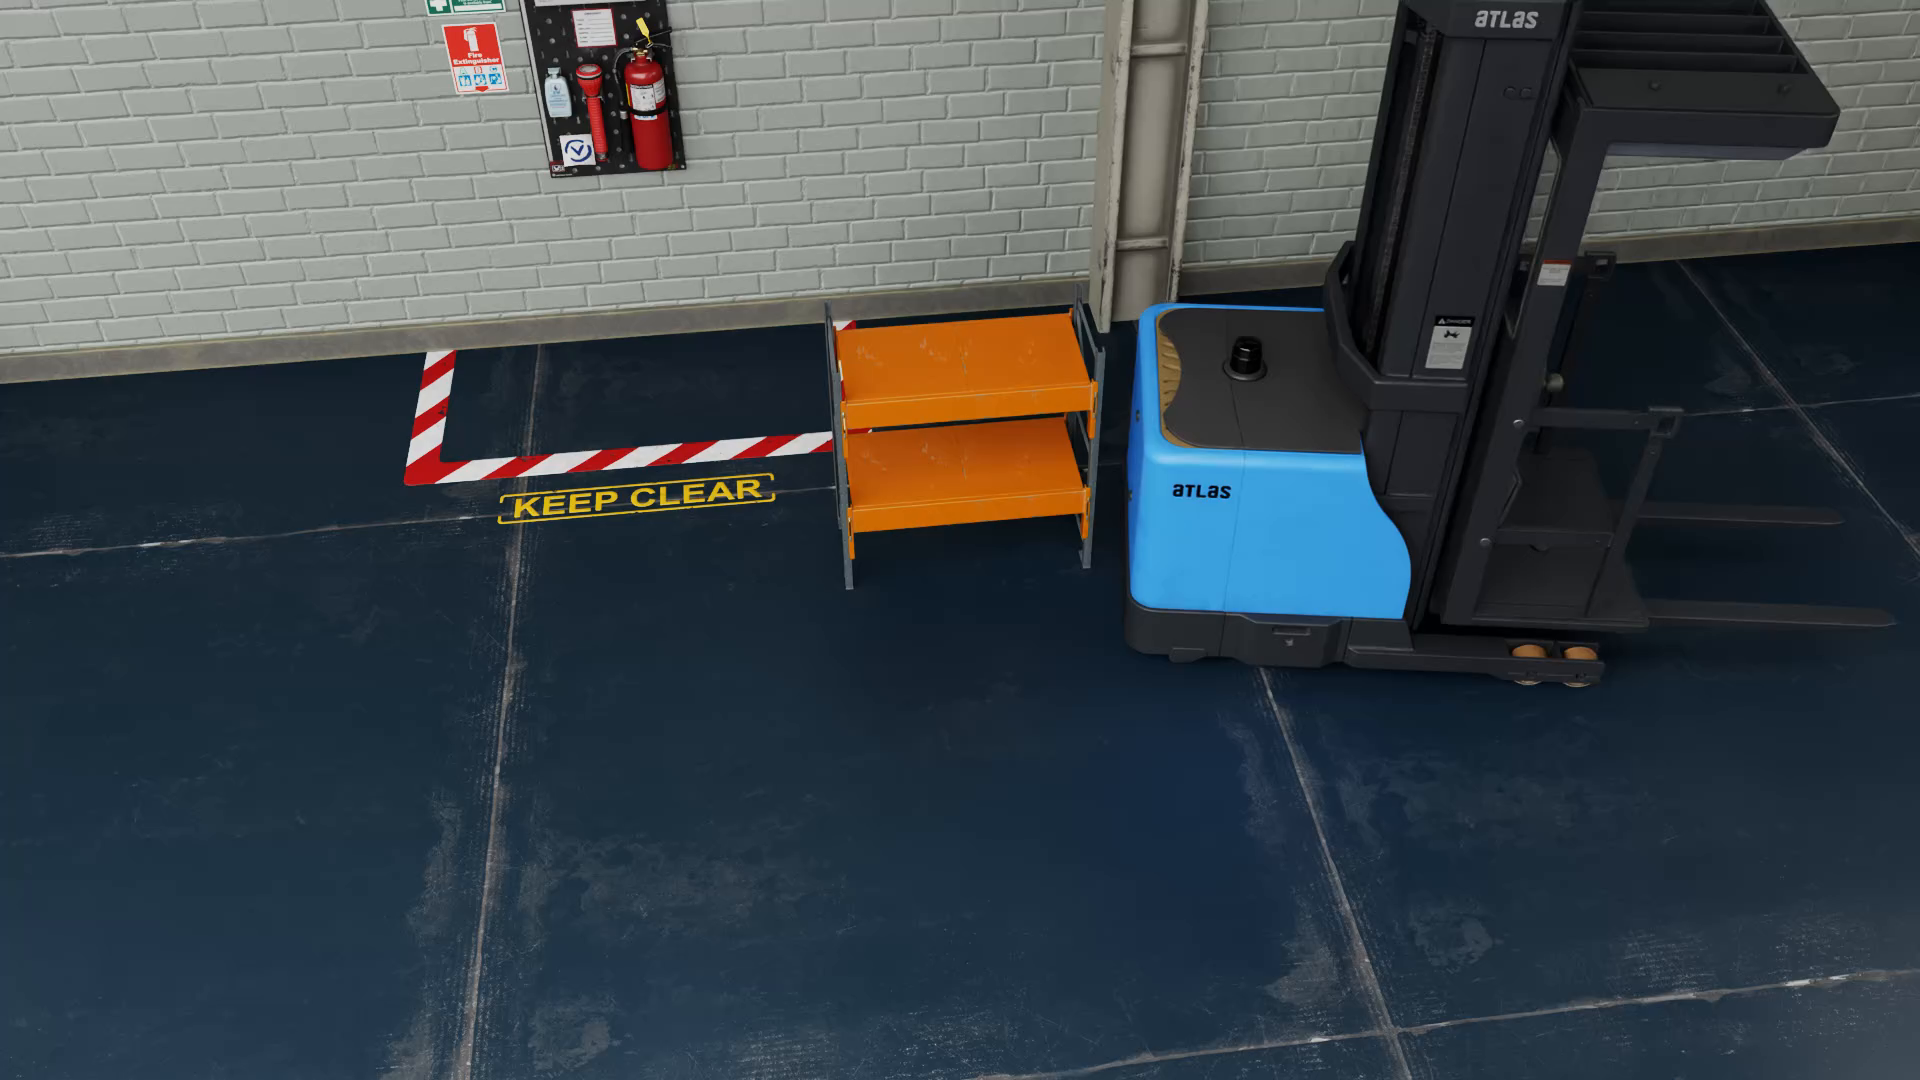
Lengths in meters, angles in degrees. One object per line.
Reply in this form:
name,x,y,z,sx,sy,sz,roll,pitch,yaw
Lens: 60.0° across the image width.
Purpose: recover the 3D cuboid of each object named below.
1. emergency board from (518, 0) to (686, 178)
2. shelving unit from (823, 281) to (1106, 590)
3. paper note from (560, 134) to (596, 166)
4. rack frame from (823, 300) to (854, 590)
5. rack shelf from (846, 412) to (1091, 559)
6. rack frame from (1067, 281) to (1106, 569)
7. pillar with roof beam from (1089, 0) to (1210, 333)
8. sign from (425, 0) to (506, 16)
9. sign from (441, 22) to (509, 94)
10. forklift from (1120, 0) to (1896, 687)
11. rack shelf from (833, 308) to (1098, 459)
emergency board,-1.576,-2.091,7.329,0.643,1.169,0.194,-5,42,-6
shelving unit,0.007,-0.418,6.874,1.048,1.125,0.538,-5,42,-6
paper note,-1.761,-1.795,7.658,0.142,0.148,0.016,-5,42,-6
rack frame,-0.497,-0.374,6.825,0.032,1.125,0.500,-5,42,-6
rack shelf,0.007,-0.237,7.038,1.000,0.278,0.538,-5,42,-6
rack frame,0.511,-0.462,6.923,0.032,1.125,0.500,-5,42,-6
pillar with roof beam,1.437,-1.649,2.360,0.400,9.000,9.100,-5,42,-6
sign,-2.132,-2.316,7.156,0.331,0.109,0.001,-5,42,-6
sign,-2.138,-2.125,7.340,0.234,0.329,0.001,-5,42,-6
forklift,2.196,-0.874,6.031,3.031,2.935,1.130,2,42,3
rack shelf,0.007,-0.636,6.678,1.000,0.278,0.538,-5,42,-6
